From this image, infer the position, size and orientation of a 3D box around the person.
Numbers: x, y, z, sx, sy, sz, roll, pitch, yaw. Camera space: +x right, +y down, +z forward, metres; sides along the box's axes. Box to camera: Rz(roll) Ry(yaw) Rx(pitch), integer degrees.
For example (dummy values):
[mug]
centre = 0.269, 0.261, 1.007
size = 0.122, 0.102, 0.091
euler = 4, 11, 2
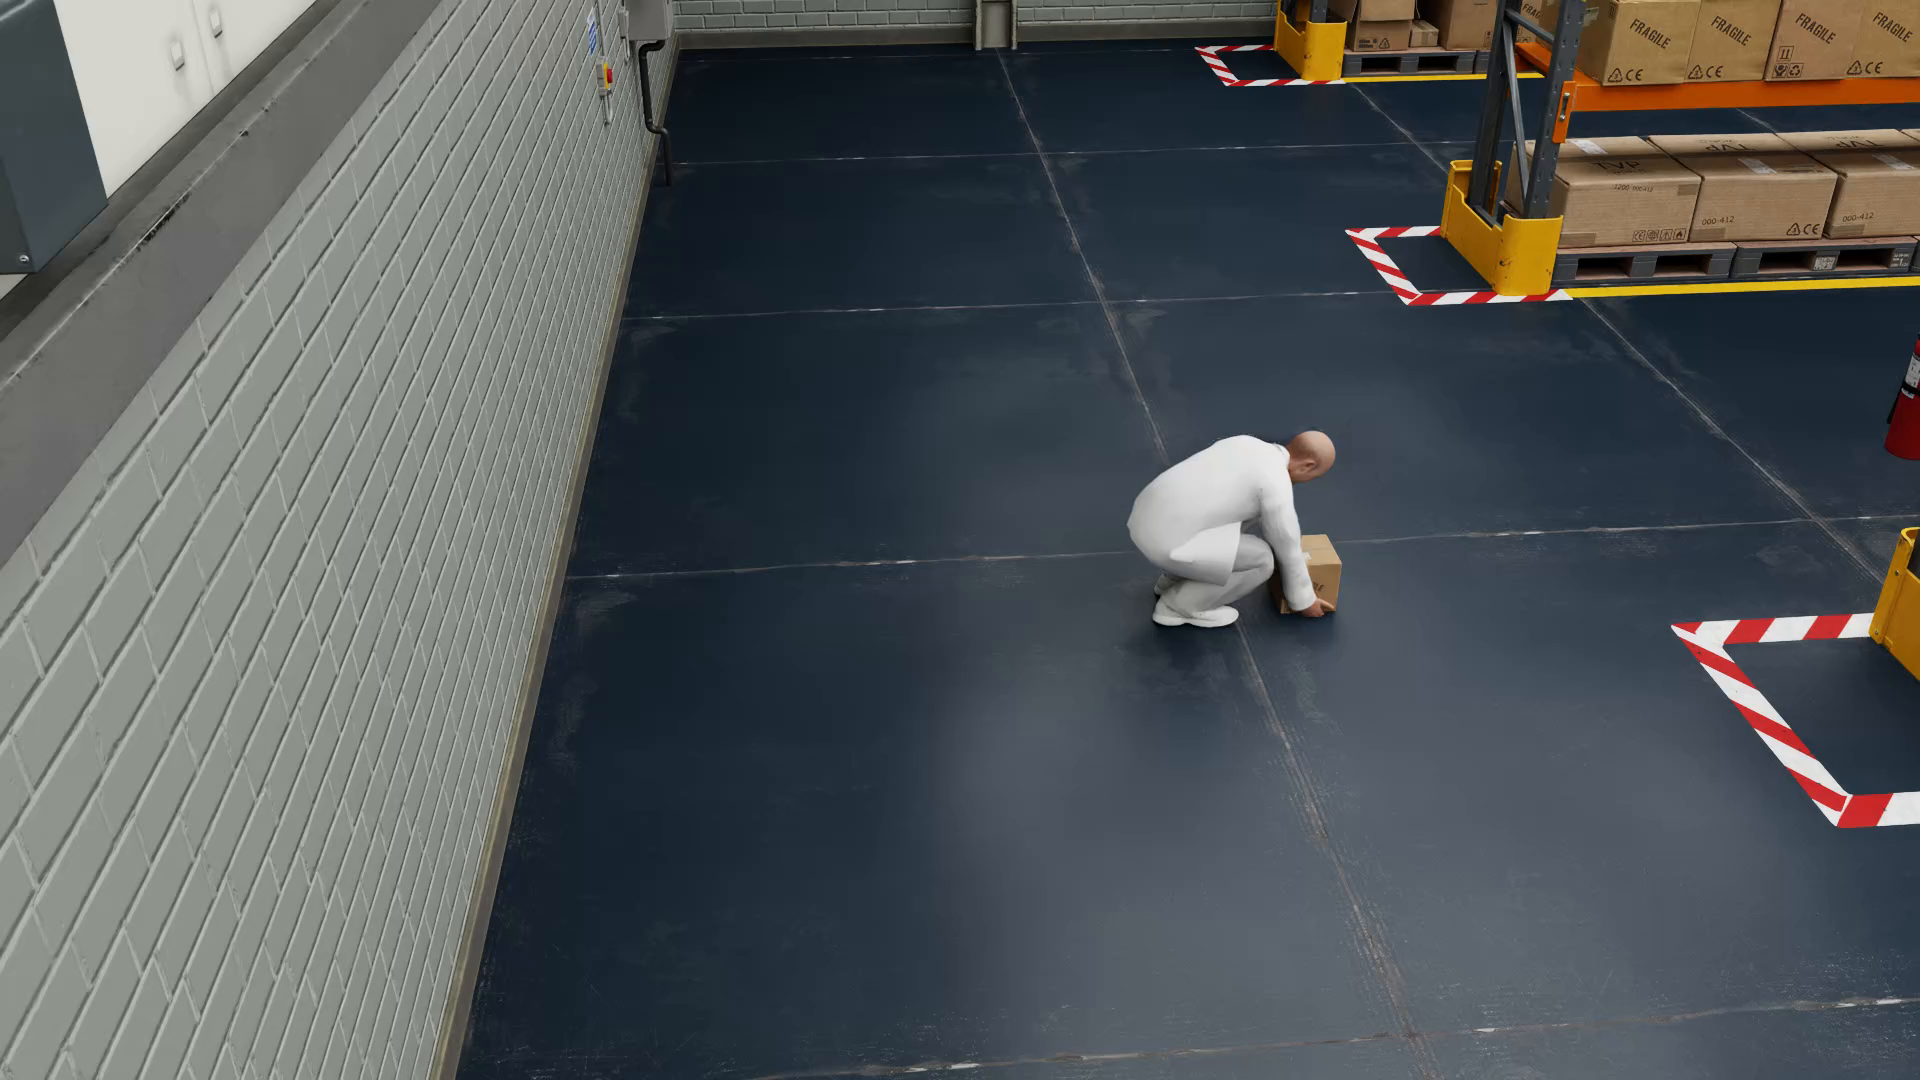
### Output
[person]
centre = 1.181, -0.020, 7.238
size = 0.915, 0.858, 0.584
euler = -3, 31, -5
